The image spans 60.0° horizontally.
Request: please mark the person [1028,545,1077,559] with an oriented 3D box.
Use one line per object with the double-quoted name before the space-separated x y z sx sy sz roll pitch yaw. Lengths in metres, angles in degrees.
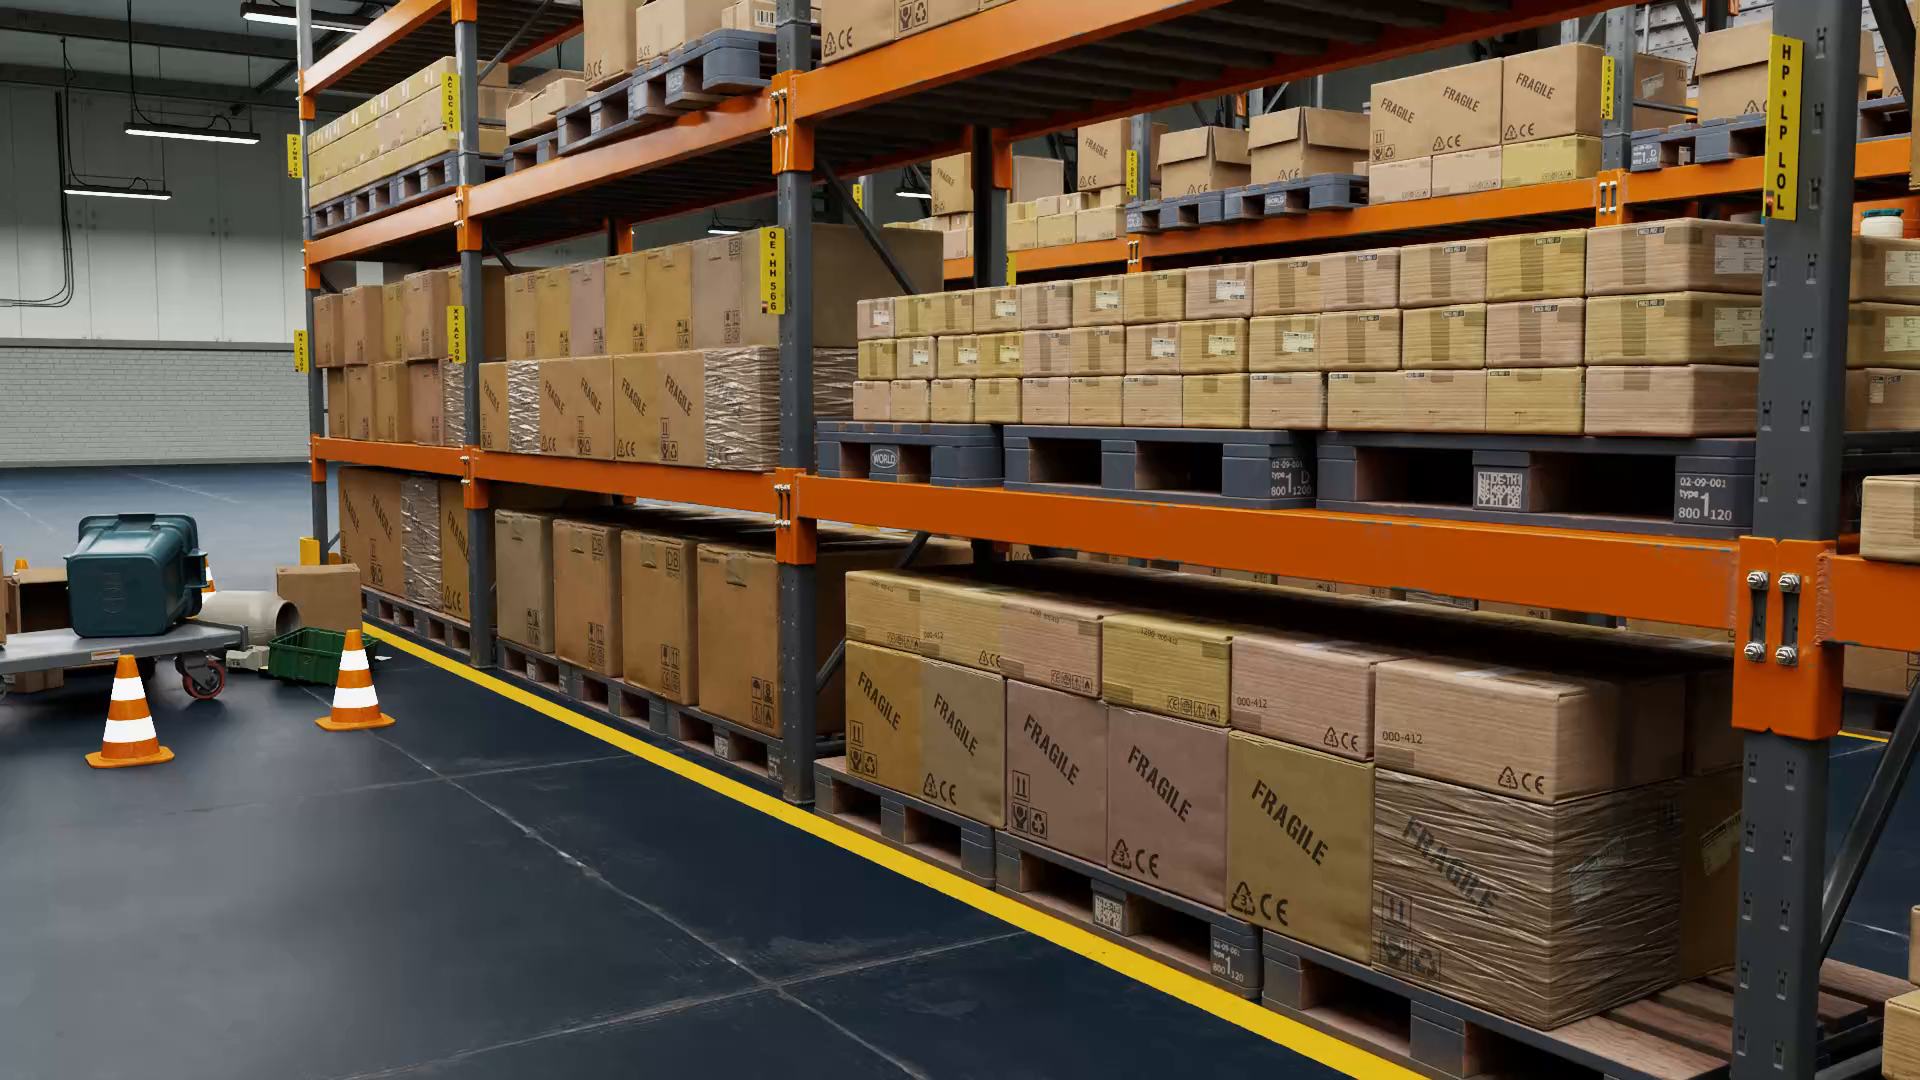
"person" 0.610 -0.152 10.926 0.346 1.656 0.530 -4 6 -36
